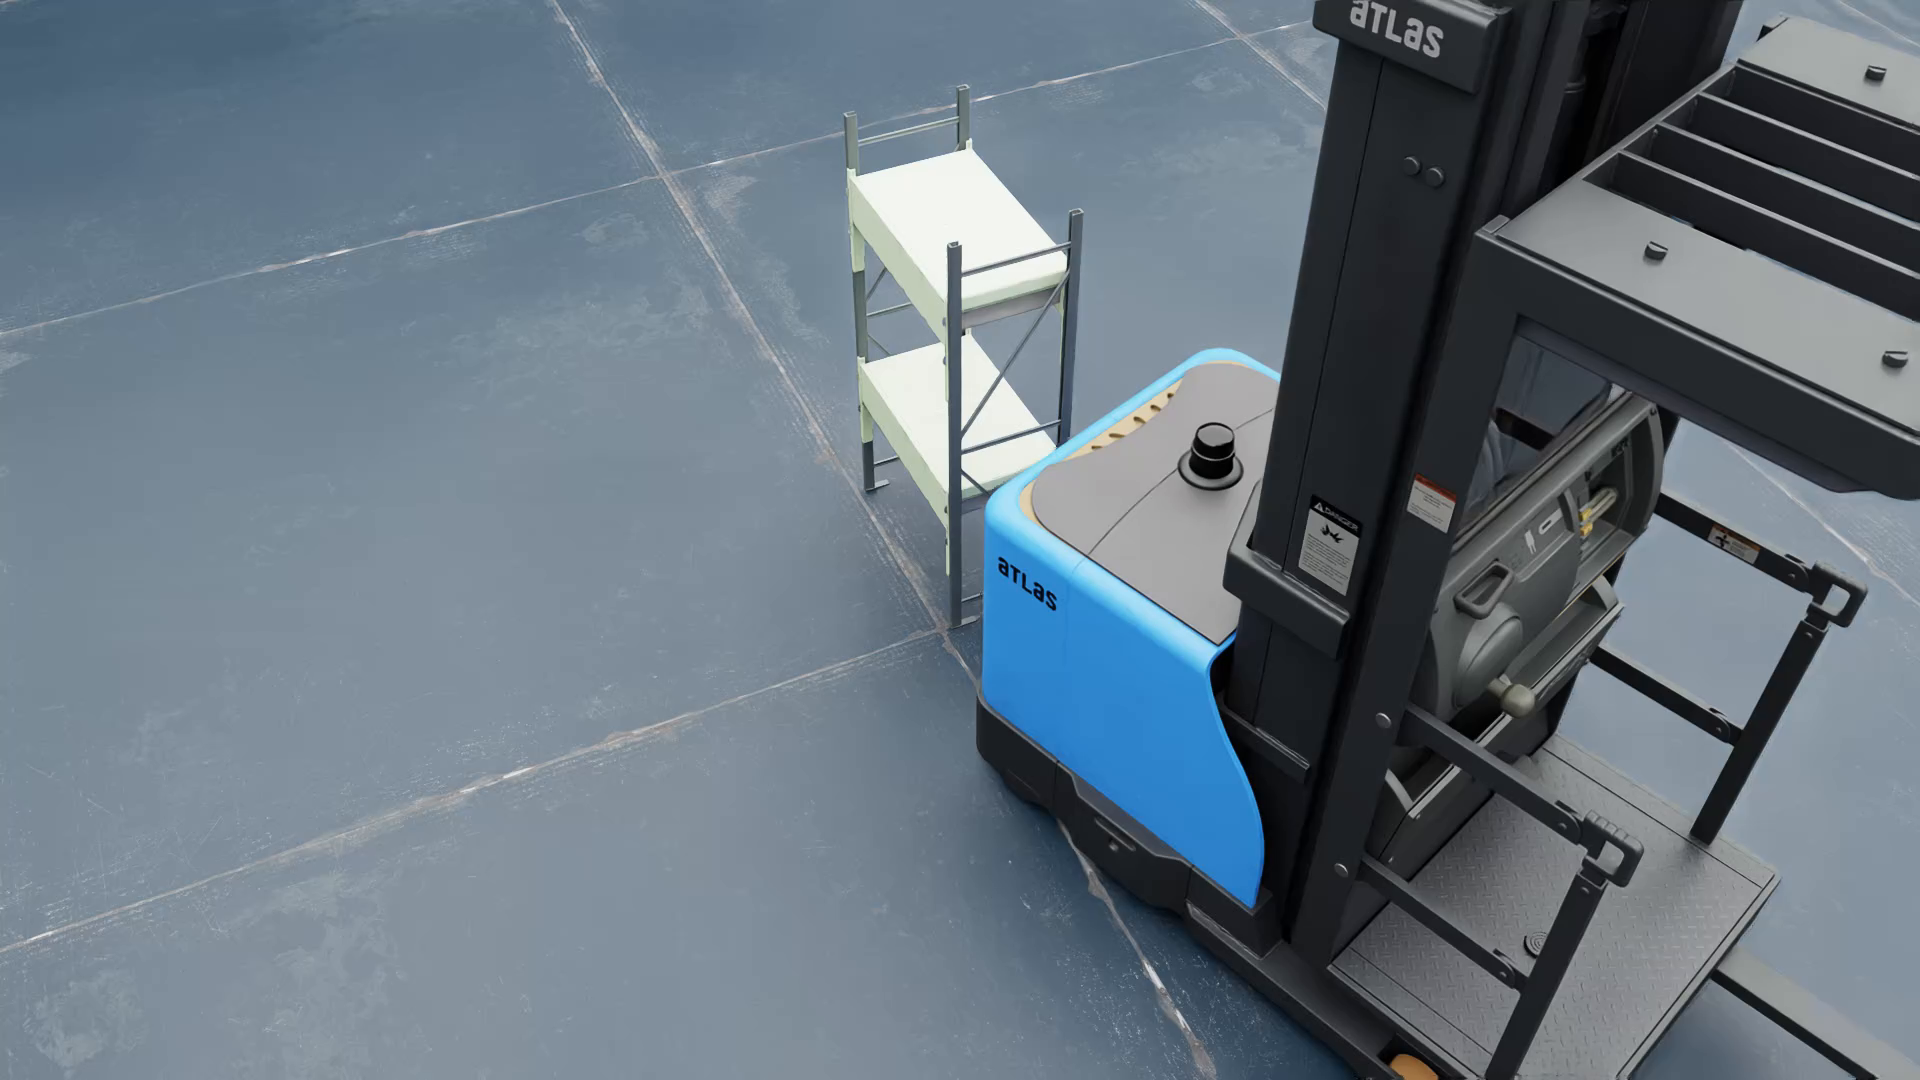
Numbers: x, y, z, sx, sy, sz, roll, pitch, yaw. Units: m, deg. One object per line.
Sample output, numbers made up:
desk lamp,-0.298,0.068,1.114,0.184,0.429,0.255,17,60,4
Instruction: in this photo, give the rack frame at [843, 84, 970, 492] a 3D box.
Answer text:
rack frame,-0.157,-0.771,5.464,0.400,1.500,0.023,-18,47,-17

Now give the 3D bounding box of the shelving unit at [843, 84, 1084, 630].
shelving unit,-0.003,-0.538,5.228,0.431,1.500,0.755,-18,47,-17

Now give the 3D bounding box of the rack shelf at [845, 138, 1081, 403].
rack shelf,-0.003,-0.816,4.953,0.431,0.370,0.720,-18,47,-17

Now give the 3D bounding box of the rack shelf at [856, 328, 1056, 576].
rack shelf,-0.003,-0.306,5.457,0.431,0.370,0.720,-18,47,-17

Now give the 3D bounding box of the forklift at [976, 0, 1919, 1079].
forklift,1.441,0.115,3.547,1.130,2.935,3.031,-35,54,-30

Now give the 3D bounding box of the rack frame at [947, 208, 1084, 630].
rack frame,0.151,-0.305,4.991,0.400,1.500,0.023,-18,47,-17
